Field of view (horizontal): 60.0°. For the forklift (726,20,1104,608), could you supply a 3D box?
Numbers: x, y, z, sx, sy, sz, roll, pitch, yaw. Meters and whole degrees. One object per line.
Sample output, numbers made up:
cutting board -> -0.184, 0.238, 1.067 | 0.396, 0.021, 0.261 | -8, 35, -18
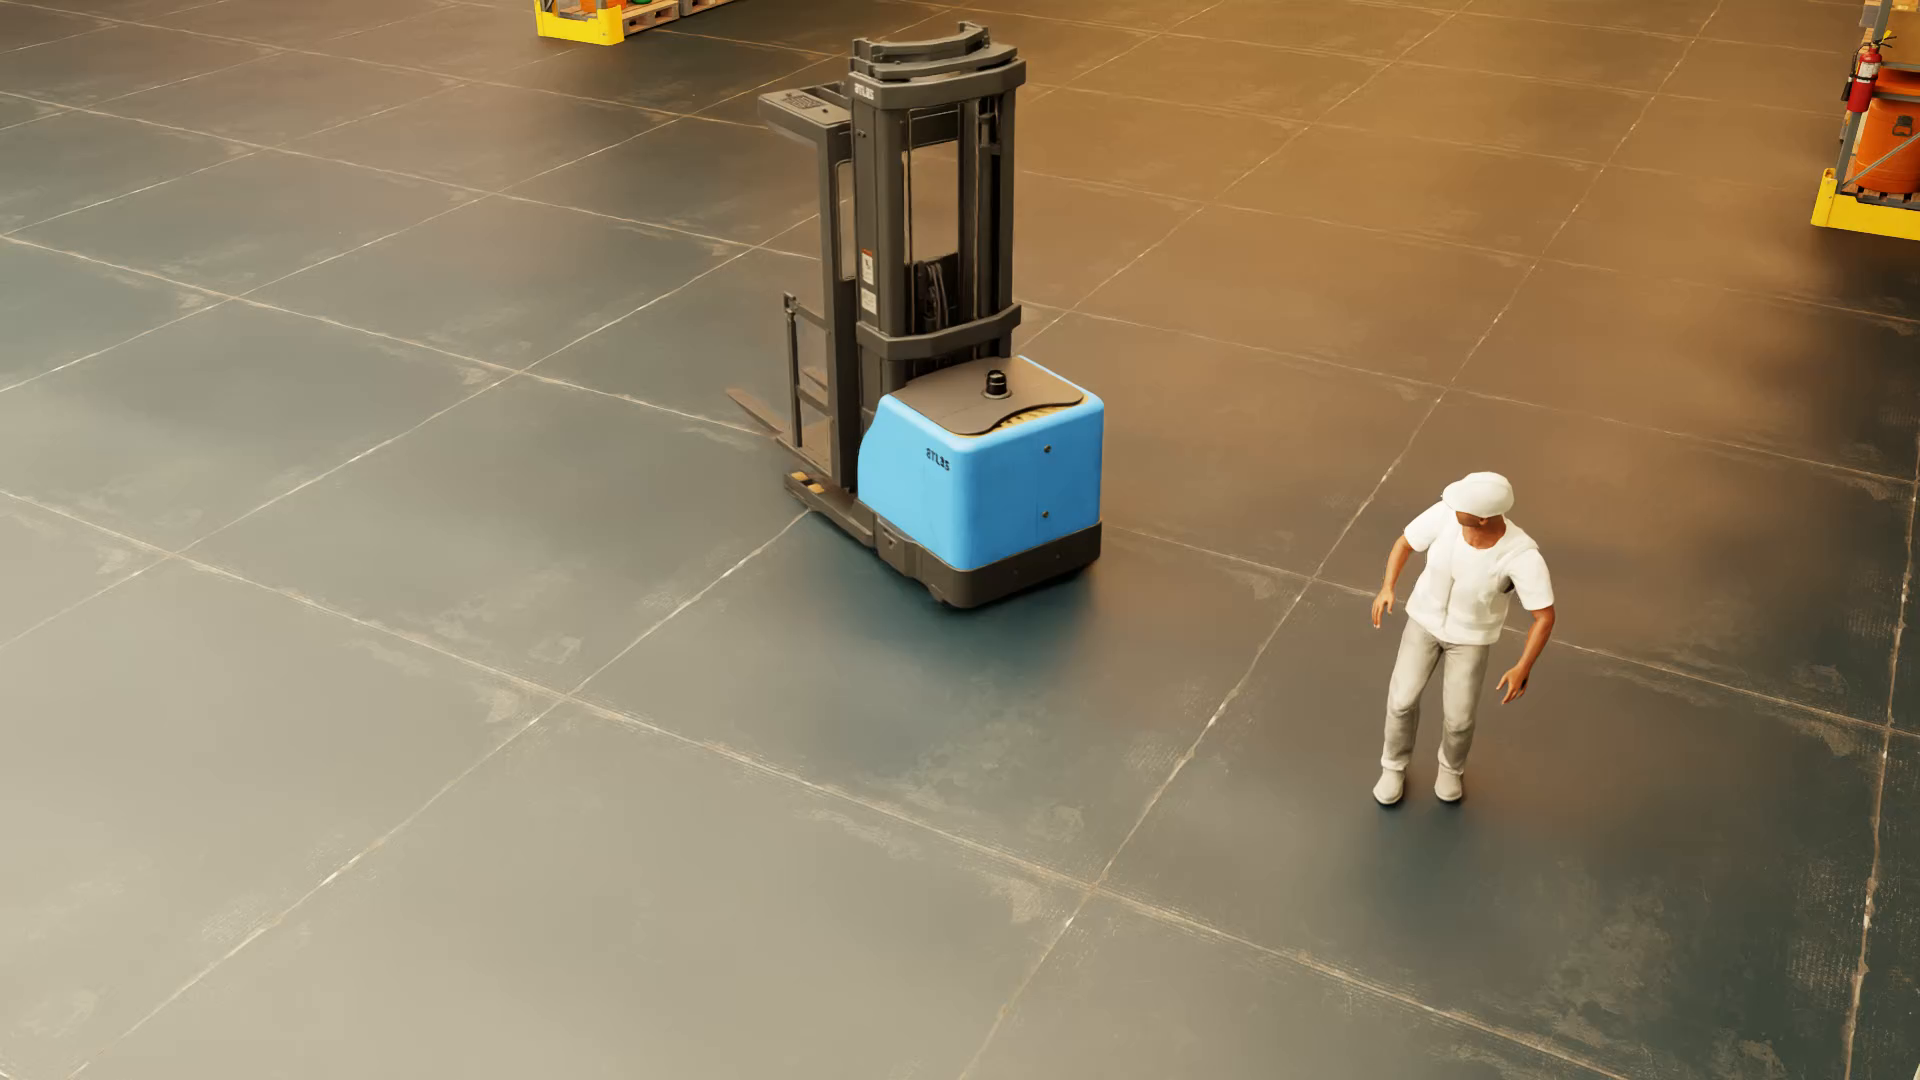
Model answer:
forklift -> -0.447, -1.577, 9.802 | 1.130, 2.935, 3.031 | -20, 35, -30

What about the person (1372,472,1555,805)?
person -> 2.243, 0.448, 7.514 | 0.783, 1.723, 0.513 | 18, 35, 29
